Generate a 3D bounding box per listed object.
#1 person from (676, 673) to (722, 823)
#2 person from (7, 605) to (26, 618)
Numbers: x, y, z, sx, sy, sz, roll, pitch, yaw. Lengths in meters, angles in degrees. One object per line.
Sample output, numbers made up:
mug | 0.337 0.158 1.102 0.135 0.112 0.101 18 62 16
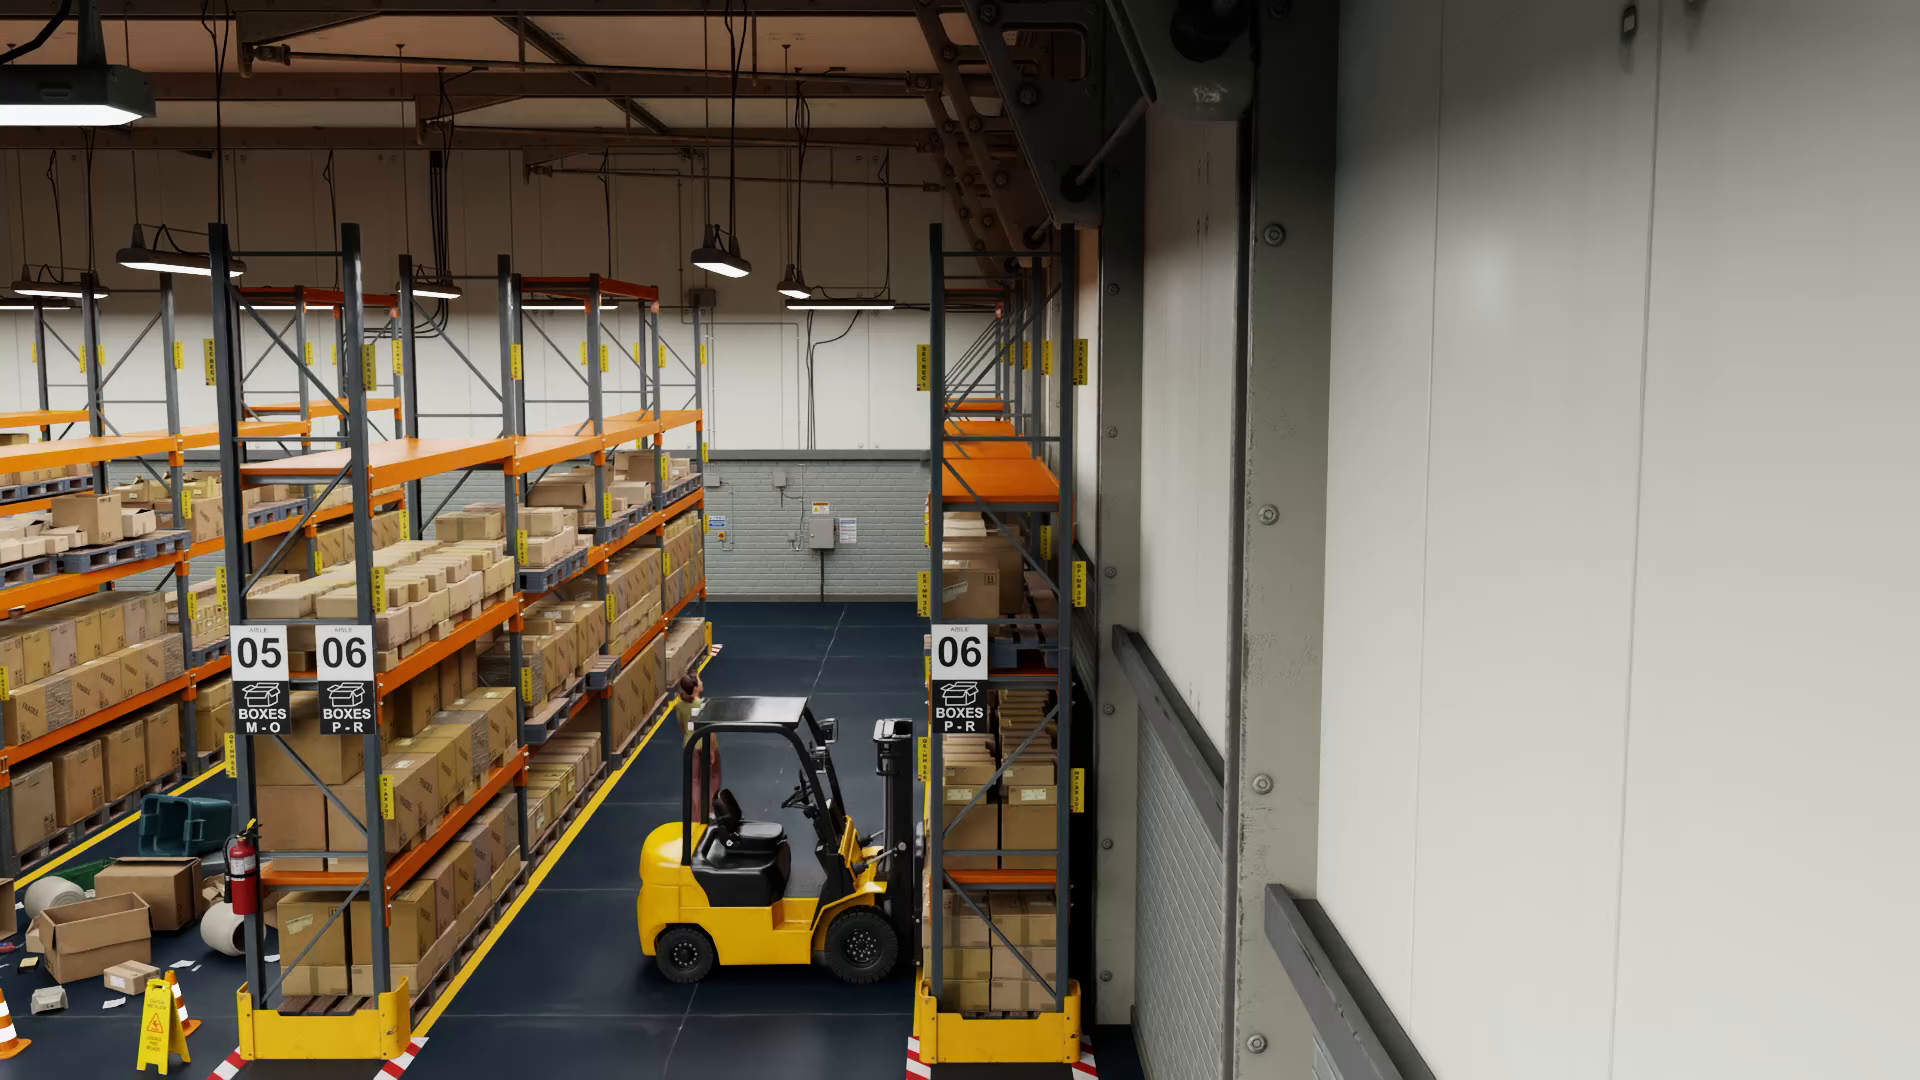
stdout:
person | -2.678 2.167 17.016 0.438 1.683 0.676 -1 7 -5
person | -12.556 1.702 22.247 0.444 1.820 0.606 -1 7 -6
